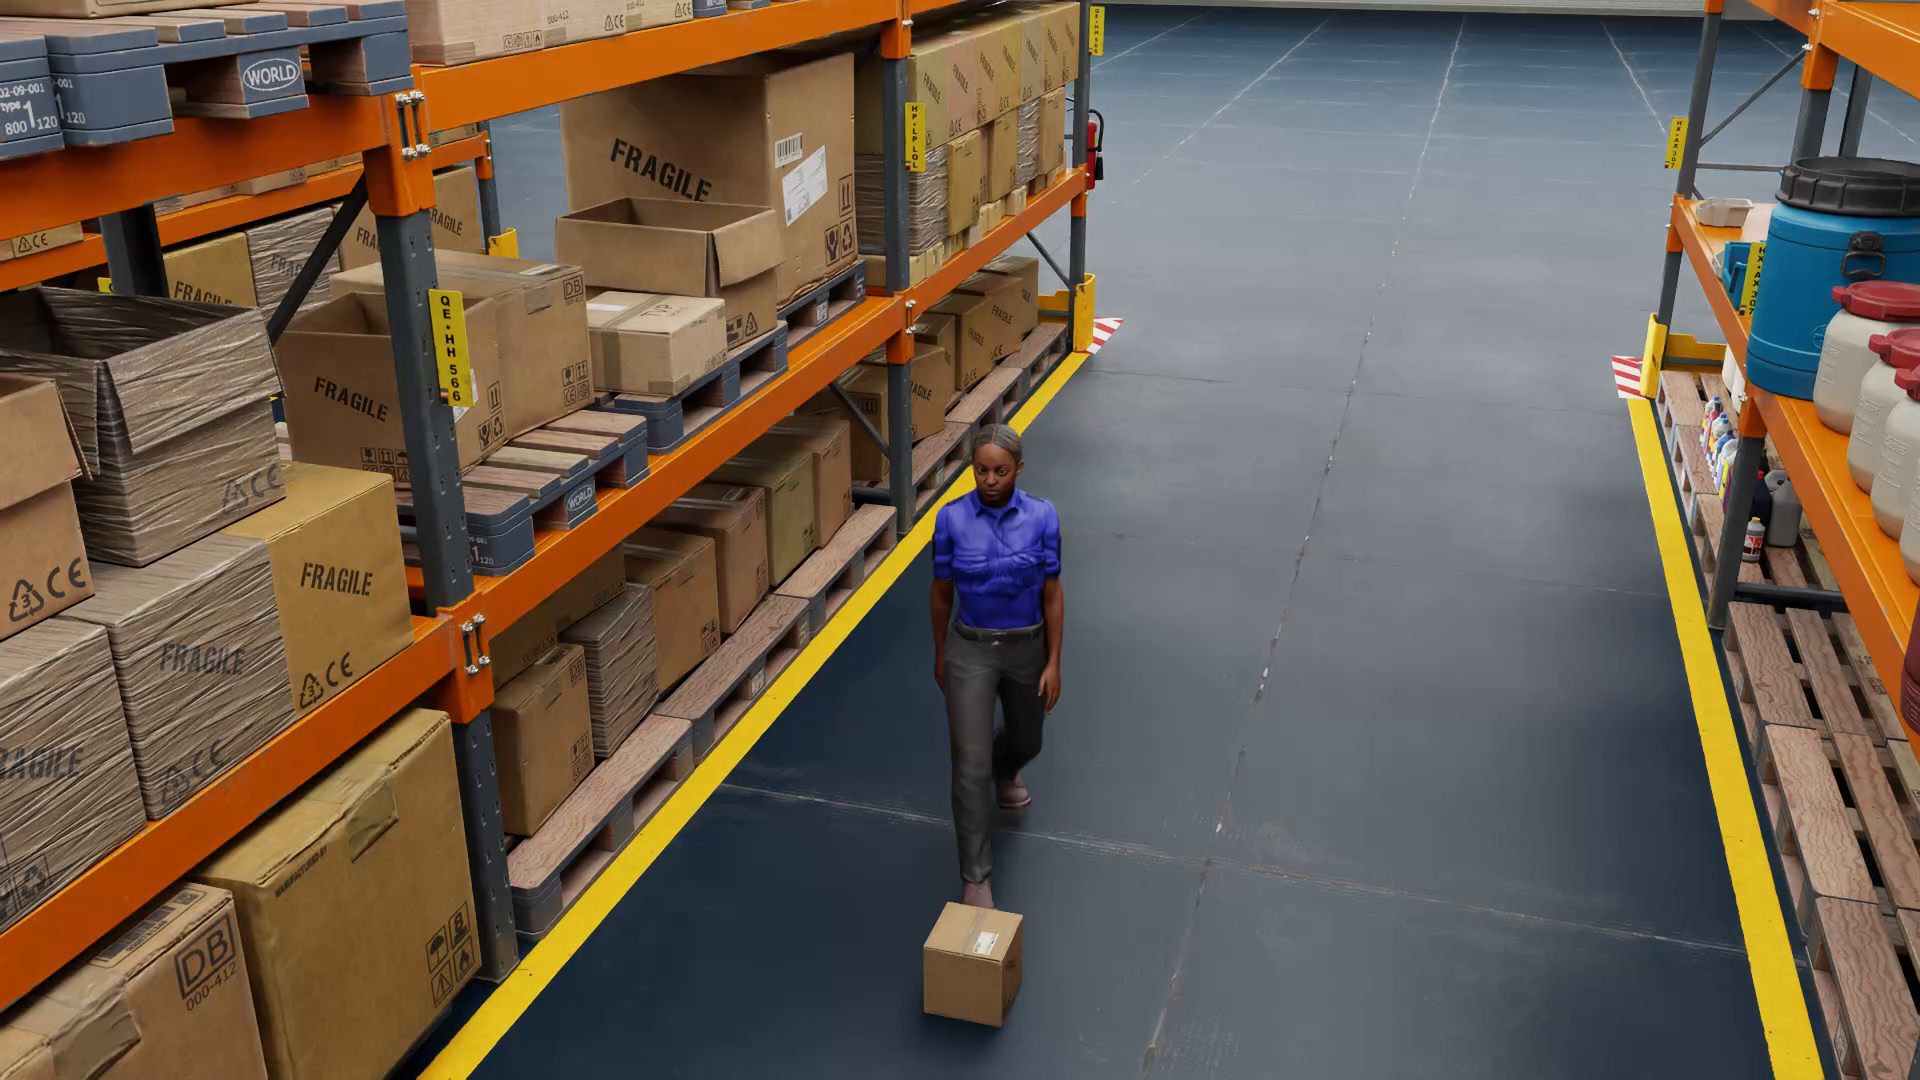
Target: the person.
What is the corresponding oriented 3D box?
[{"bbox_3d":[0.115,0.335,5.687,0.430,1.571,0.737,-4,22,-9],"label":"person"}]
